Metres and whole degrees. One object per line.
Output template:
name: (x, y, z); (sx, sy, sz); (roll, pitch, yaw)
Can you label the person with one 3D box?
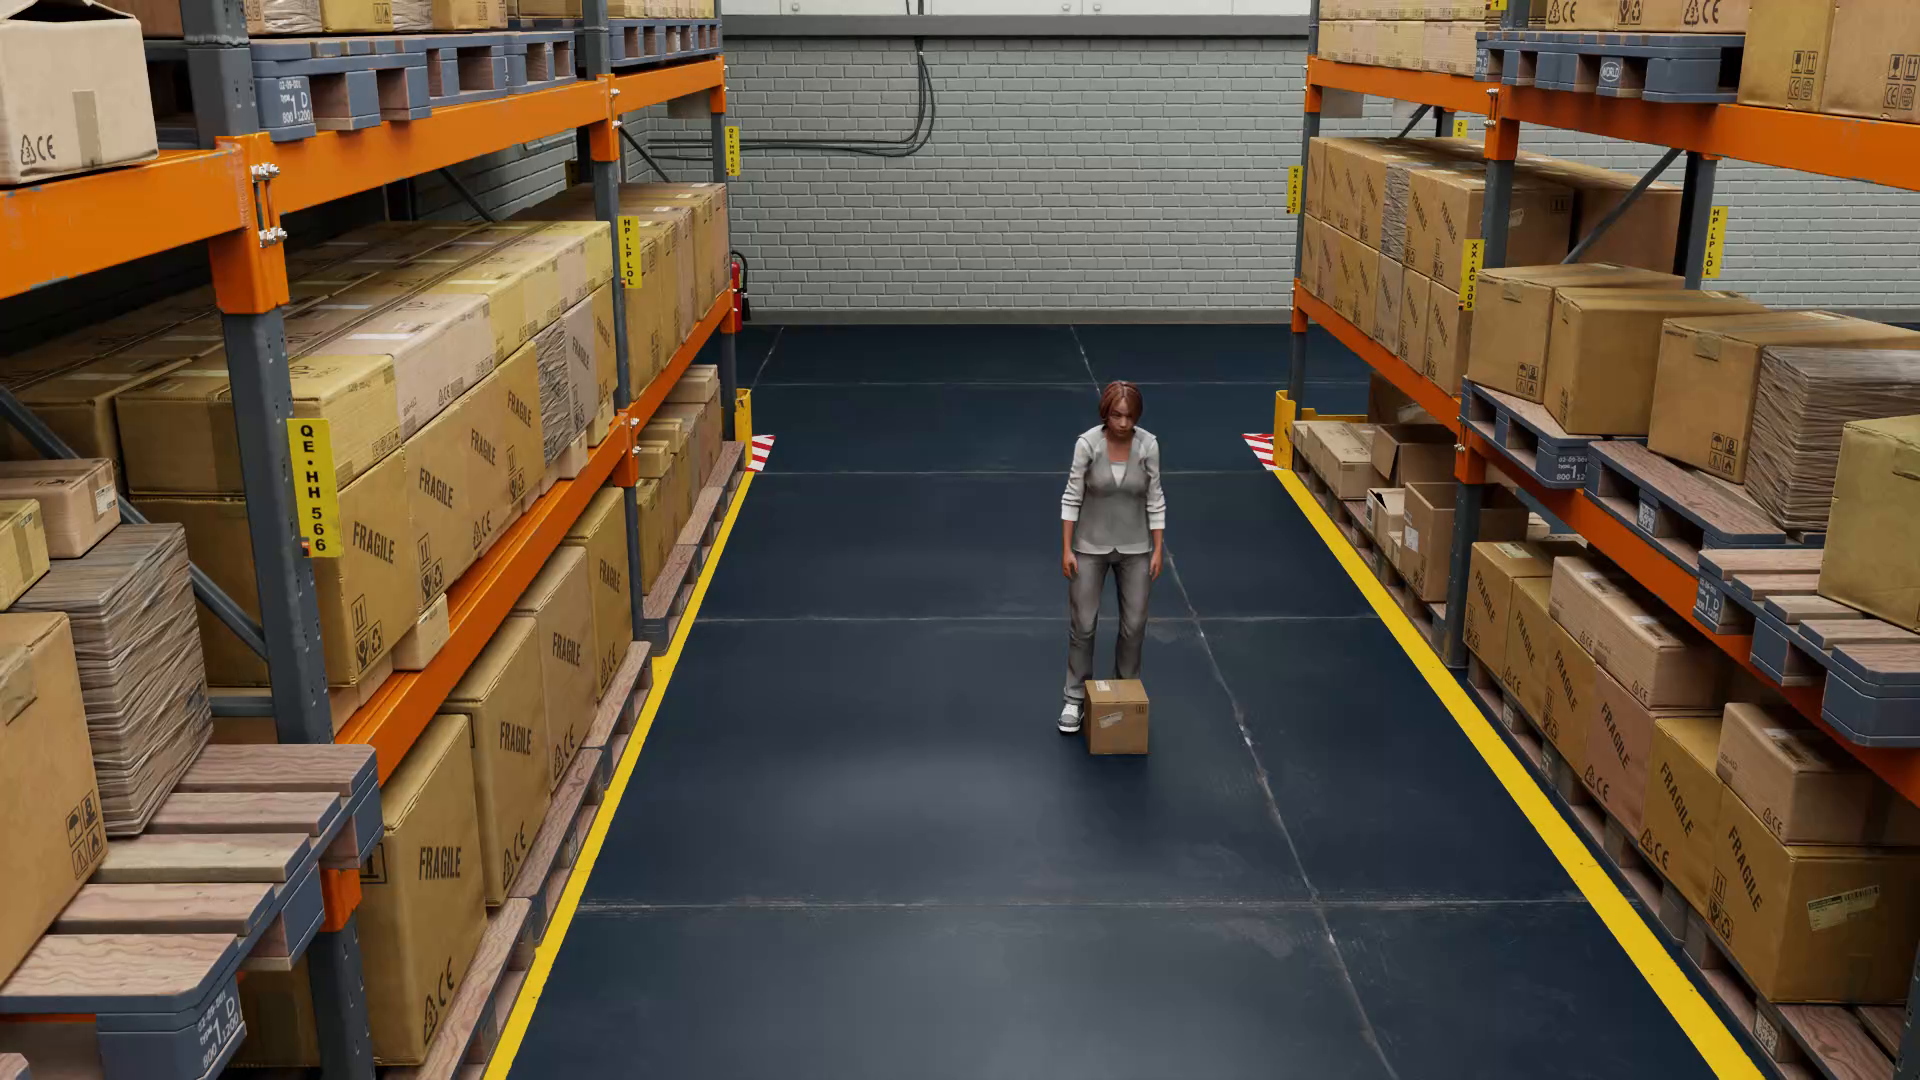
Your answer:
person: (0.672, 0.068, 7.349); (0.464, 1.593, 0.346); (0, 17, -1)
